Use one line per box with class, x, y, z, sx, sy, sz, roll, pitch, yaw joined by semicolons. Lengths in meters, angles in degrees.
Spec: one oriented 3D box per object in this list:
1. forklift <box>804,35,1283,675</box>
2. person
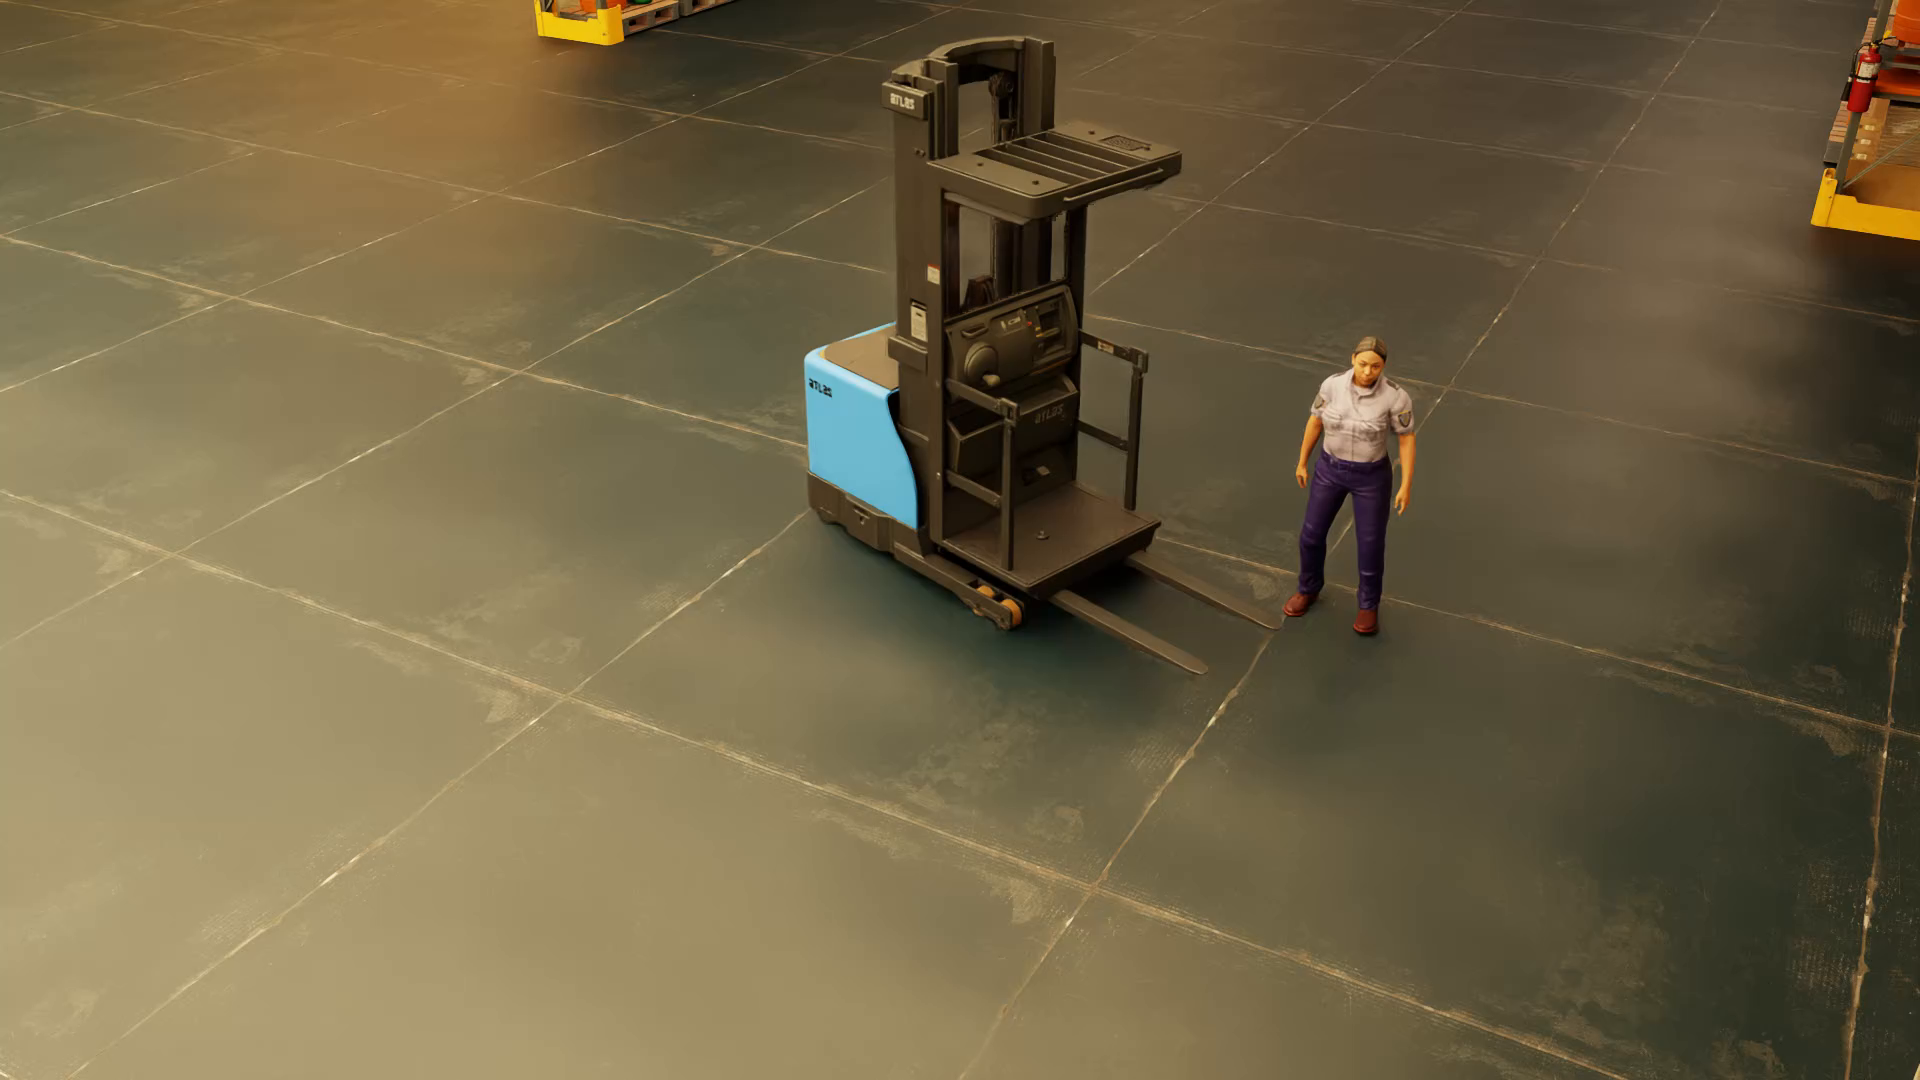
forklift;0.435;-1.065;8.916;1.130;2.935;3.031;-25;38;-36
person;2.105;-0.317;8.916;0.636;1.638;0.398;14;33;23
